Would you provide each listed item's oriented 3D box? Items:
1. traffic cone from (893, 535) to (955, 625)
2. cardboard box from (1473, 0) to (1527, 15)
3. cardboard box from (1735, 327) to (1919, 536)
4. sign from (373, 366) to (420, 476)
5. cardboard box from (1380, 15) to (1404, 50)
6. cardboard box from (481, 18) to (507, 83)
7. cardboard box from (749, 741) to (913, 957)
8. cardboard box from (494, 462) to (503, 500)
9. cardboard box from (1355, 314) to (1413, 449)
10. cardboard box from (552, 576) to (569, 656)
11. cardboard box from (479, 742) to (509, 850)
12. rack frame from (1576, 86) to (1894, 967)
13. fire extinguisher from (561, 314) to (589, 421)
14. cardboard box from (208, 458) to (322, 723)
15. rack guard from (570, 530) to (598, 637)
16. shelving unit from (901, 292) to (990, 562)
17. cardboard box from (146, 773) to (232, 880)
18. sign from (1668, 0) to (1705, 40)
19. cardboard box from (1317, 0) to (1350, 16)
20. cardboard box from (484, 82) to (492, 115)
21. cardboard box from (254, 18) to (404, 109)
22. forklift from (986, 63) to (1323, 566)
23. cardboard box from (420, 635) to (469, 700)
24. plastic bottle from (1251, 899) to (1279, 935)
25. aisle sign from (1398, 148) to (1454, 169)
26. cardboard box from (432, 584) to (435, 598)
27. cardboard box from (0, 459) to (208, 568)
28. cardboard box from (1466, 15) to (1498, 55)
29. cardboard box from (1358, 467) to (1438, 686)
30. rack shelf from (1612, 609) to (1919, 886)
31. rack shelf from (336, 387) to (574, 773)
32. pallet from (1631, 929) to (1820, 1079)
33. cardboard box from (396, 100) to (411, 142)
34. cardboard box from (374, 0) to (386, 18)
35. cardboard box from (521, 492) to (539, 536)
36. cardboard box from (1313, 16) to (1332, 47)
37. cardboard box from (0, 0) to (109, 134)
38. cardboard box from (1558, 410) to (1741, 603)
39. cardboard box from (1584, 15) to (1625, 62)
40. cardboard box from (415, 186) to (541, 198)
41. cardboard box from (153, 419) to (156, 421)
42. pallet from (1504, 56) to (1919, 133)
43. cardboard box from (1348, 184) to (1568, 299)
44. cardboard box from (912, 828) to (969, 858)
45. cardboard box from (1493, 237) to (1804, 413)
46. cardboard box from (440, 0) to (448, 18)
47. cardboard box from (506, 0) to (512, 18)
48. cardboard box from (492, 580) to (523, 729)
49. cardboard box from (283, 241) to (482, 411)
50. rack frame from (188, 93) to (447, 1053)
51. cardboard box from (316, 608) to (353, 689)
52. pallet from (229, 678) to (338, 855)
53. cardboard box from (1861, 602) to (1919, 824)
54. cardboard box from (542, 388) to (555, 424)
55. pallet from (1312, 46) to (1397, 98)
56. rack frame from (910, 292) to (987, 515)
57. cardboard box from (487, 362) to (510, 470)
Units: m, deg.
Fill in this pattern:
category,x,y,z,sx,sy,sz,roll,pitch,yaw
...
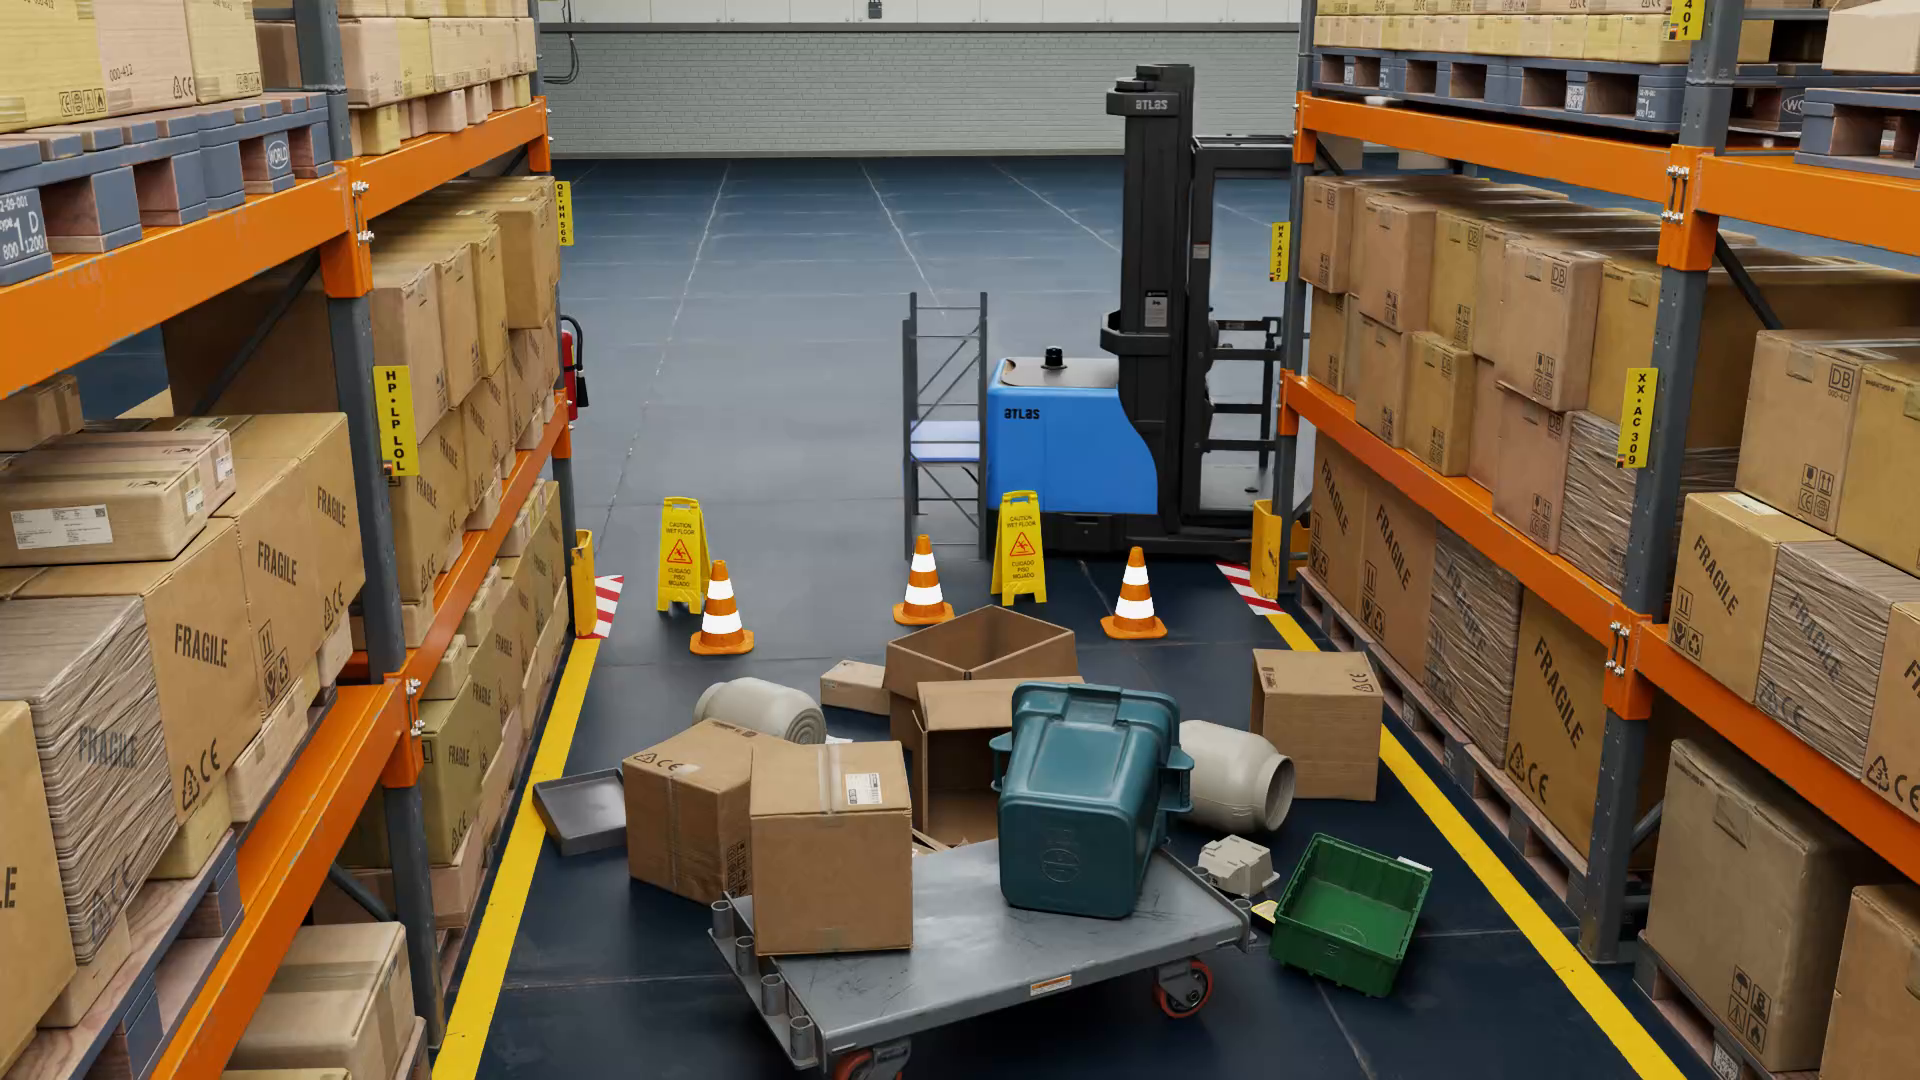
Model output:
category,x,y,z,sx,sy,sz,roll,pitch,yaw
traffic cone,-0.206,0.197,9.276,0.336,0.463,0.334,-2,18,-6
cardboard box,2.316,-2.145,6.380,0.500,0.250,0.500,-2,18,-6
cardboard box,2.781,-0.334,4.897,0.700,0.500,0.500,-2,18,-7
sign,-1.638,-0.345,4.834,0.100,0.325,0.005,-2,18,-6
cardboard box,2.132,-2.295,7.524,0.380,0.149,0.250,-2,18,-5
cardboard box,-2.173,-2.019,6.845,0.500,0.250,0.500,-1,17,-4
cardboard box,-0.422,0.993,5.414,0.500,0.500,0.500,-2,18,-6
cardboard box,-2.080,-0.213,6.769,0.380,0.149,0.250,-2,18,-6
cardboard box,2.406,-0.777,7.895,0.875,0.550,0.550,-2,18,-6
cardboard box,-2.249,0.385,8.331,0.500,0.250,0.500,-2,18,-6
cardboard box,-2.048,0.995,6.390,0.500,0.250,0.500,-1,17,-3
rack frame,2.724,0.043,5.532,1.000,3.000,0.127,-2,18,-6
fire extinguisher,-2.156,-0.977,8.911,0.296,0.674,0.183,-2,18,-6
cardboard box,-1.861,0.114,3.941,0.500,0.500,0.500,-2,18,-5
rack guard,-2.594,0.250,9.048,1.175,0.500,0.348,-2,18,-6
shelving unit,-0.082,-0.738,10.525,0.538,1.500,1.048,0,17,1
cardboard box,-1.771,0.595,3.493,0.380,0.149,0.250,-2,18,-6
sign,2.172,-1.655,4.938,0.100,0.325,0.005,-2,18,-6
cardboard box,2.105,-2.747,8.296,0.500,0.250,0.500,-2,18,-6
cardboard box,-2.203,-1.876,7.055,0.380,0.149,0.250,-2,18,-6
cardboard box,-1.963,-1.415,4.922,0.500,0.250,0.500,-2,18,-7
forklift,1.701,-1.401,10.245,3.031,2.935,1.130,2,17,5
cardboard box,-1.935,0.447,5.800,0.380,0.149,0.250,-2,17,-5
plastic bottle,1.194,1.409,6.086,0.133,0.061,0.283,-12,21,-34
aisle sign,2.602,-2.419,9.036,0.394,0.787,0.004,-2,18,-6
cardboard box,-1.981,0.168,5.552,0.380,0.149,0.250,-1,17,-4
cardboard box,-1.782,-0.057,3.403,0.380,0.149,0.250,-3,18,-8
cardboard box,2.235,-1.994,6.566,0.380,0.149,0.250,-2,18,-6
cardboard box,2.539,0.127,8.112,0.875,0.875,0.875,-2,18,-7
rack shelf,2.930,0.982,3.742,1.077,0.370,4.000,-2,18,-6
rack shelf,-2.396,-0.027,6.955,1.077,0.370,4.000,-2,18,-6
pallet,2.878,1.601,5.225,1.003,0.211,1.213,-2,18,-6
cardboard box,-2.071,-1.412,5.577,0.380,0.149,0.250,-1,17,-4
cardboard box,-1.953,-1.646,4.993,0.380,0.149,0.250,-1,17,-4
cardboard box,-2.133,-0.109,7.570,0.380,0.149,0.250,-1,17,-5
cardboard box,2.027,-2.596,8.482,0.380,0.149,0.250,-2,18,-5
cardboard box,-1.887,-0.861,2.955,0.500,0.250,0.500,-2,17,-5
cardboard box,2.674,-0.138,5.859,0.875,0.550,0.550,-2,18,-6
cardboard box,2.342,-1.690,5.596,0.380,0.149,0.250,-1,17,-5
cardboard box,-2.288,-1.336,7.592,0.700,0.500,0.500,-2,18,-5
cardboard box,-2.483,-0.088,5.287,0.500,0.500,0.500,-2,18,-7
pallet,2.650,-1.590,5.874,1.003,0.211,1.213,-2,18,-6
cardboard box,2.459,-1.463,8.275,0.875,0.550,0.550,-2,18,-6
cardboard box,-0.139,1.221,6.343,0.396,0.266,0.258,16,24,42
cardboard box,2.547,-0.815,6.212,0.875,0.550,0.550,-2,18,-6
cardboard box,-2.140,-2.030,6.216,0.380,0.149,0.250,-1,17,-5
cardboard box,-2.285,-2.488,7.674,0.380,0.149,0.250,-1,17,-5
cardboard box,-2.101,0.482,6.771,0.500,0.500,0.500,-1,17,-3
cardboard box,-2.050,-0.731,5.666,0.700,0.500,0.500,-2,18,-5
rack frame,-2.190,0.226,4.949,1.000,3.000,0.127,-2,18,-6
cardboard box,-1.862,0.290,4.463,0.380,0.149,0.250,-2,17,-5
pallet,-2.256,0.550,4.238,1.003,0.211,1.213,-2,18,-6
cardboard box,2.612,0.460,4.038,0.500,0.500,0.500,-2,18,-6
cardboard box,-2.214,-0.669,8.220,0.380,0.149,0.250,-2,18,-6
pallet,2.398,-2.317,8.189,1.003,0.211,1.213,-2,18,-6
rack frame,-0.074,-0.891,11.010,0.500,1.500,0.032,0,17,1
cardboard box,-2.144,-0.552,6.764,0.500,0.500,0.500,-2,17,-5
